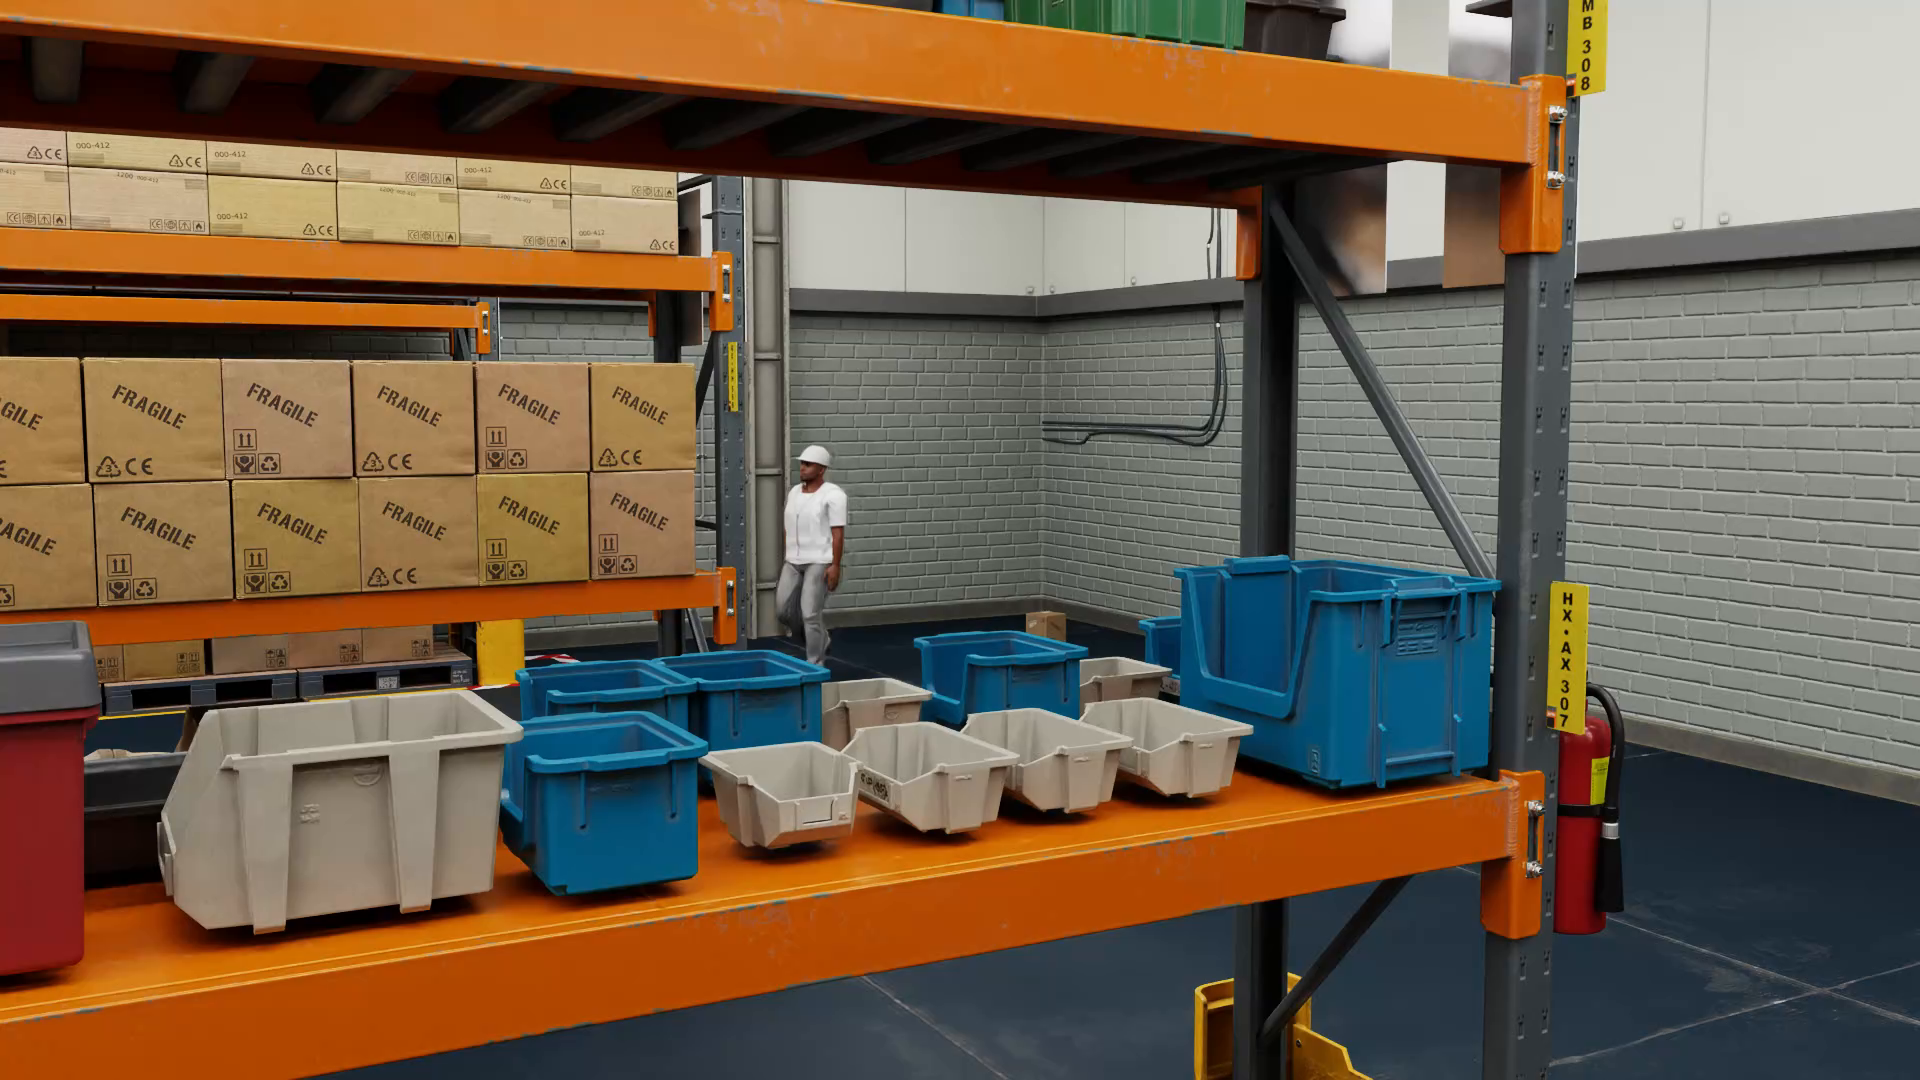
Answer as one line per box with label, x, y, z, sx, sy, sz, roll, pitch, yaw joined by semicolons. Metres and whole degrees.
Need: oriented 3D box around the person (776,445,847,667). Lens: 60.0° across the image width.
person;-1.099;0.169;12.421;0.571;1.754;0.556;4;6;37
